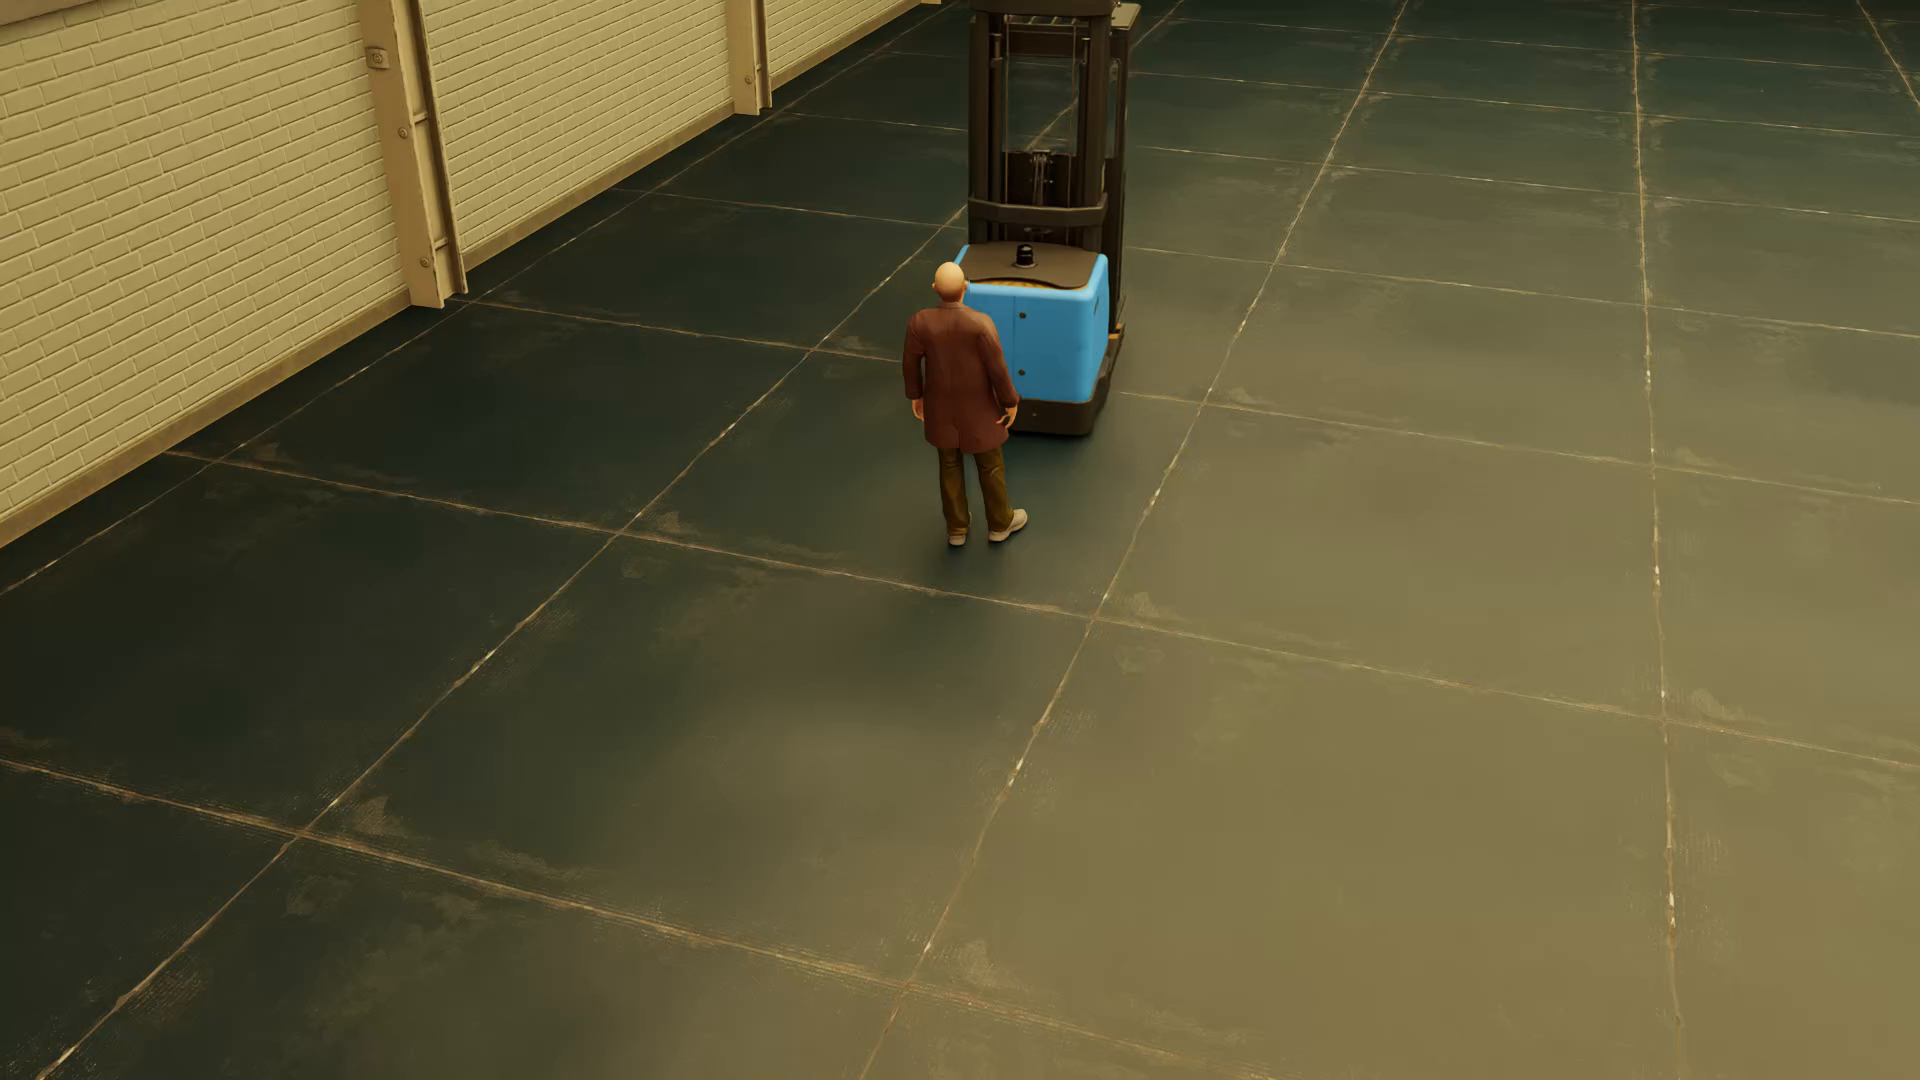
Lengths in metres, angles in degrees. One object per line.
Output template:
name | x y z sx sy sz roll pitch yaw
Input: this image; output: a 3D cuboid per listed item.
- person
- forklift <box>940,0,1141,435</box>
person | 0.033 -0.821 9.727 0.696 1.778 0.579 10 31 16
forklift | 0.650 -2.691 11.857 1.130 2.935 3.031 6 30 10
